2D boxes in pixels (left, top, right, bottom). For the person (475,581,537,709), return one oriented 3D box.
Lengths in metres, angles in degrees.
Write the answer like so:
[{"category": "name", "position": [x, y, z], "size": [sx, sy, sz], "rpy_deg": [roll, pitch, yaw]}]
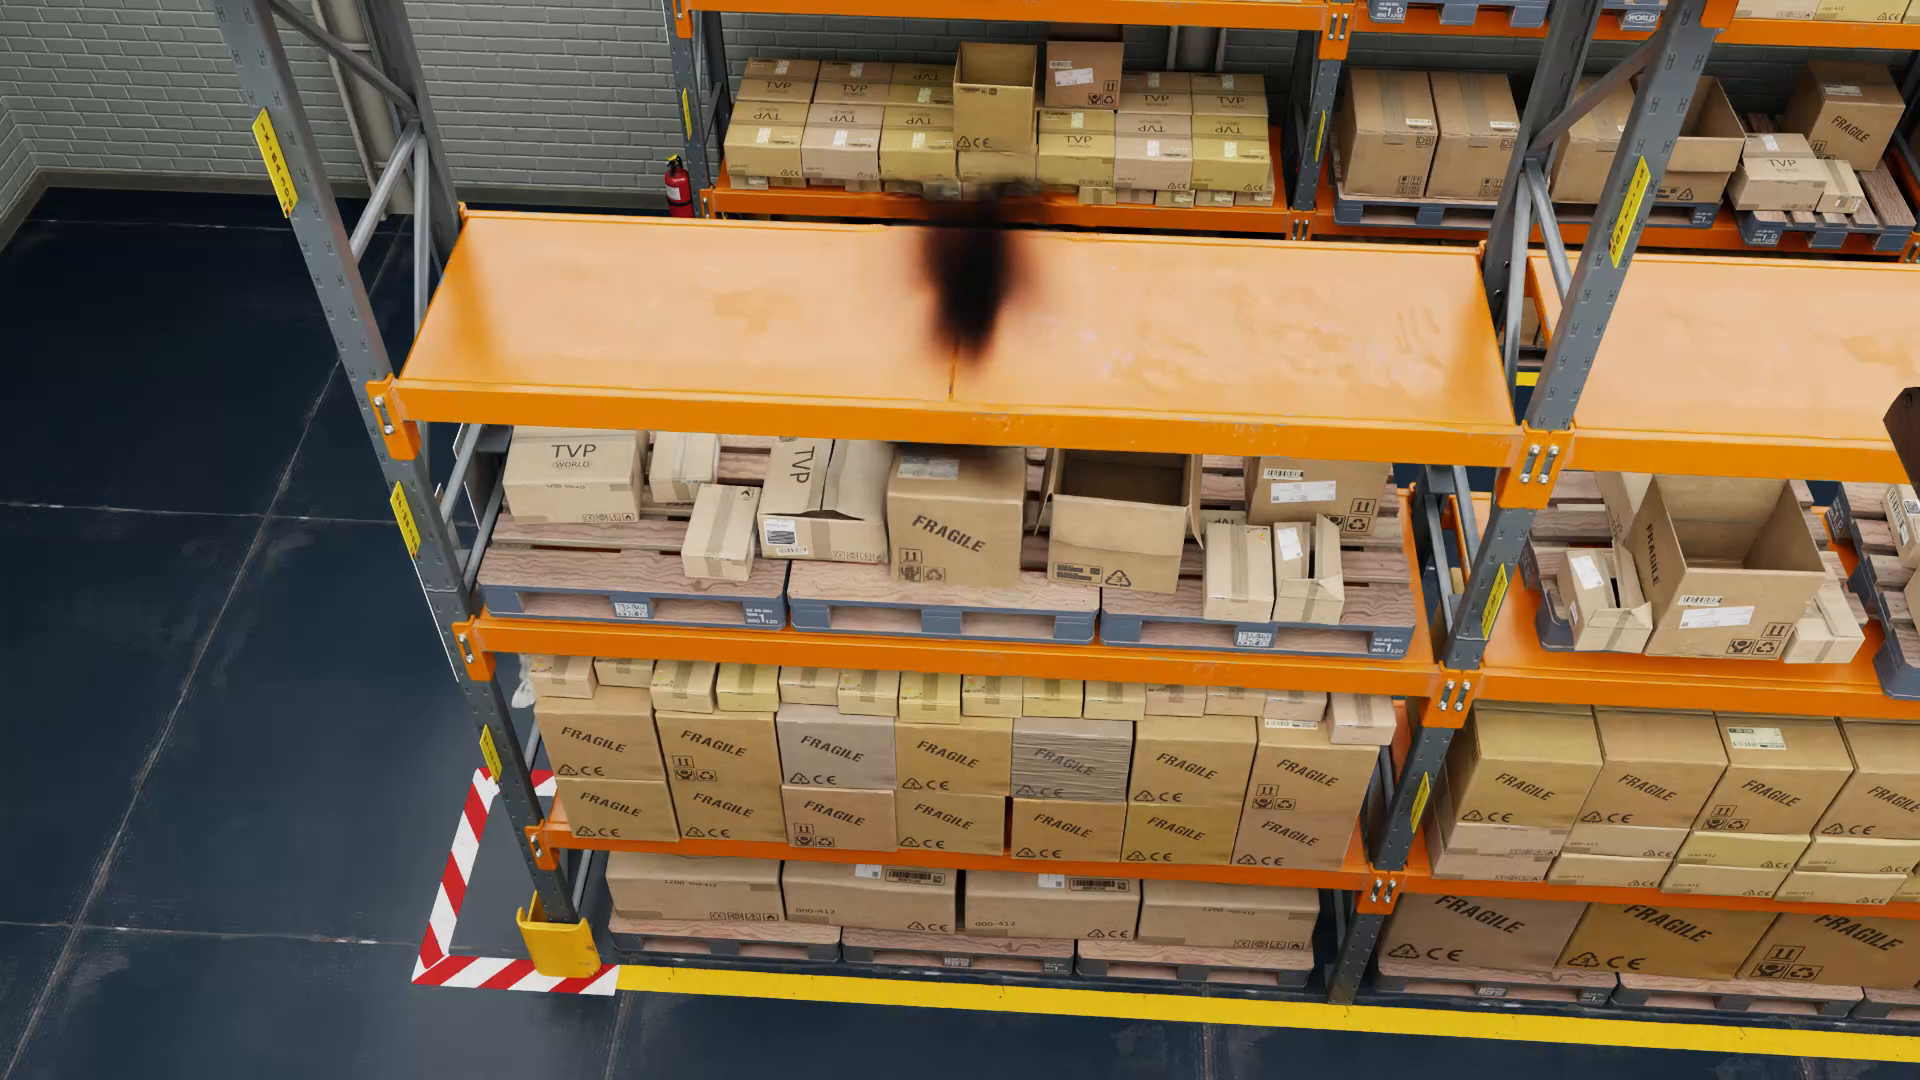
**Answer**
[{"category": "person", "position": [-2.277, 0.214, 9.383], "size": [0.956, 1.786, 0.691], "rpy_deg": [-25, 53, -21]}]
